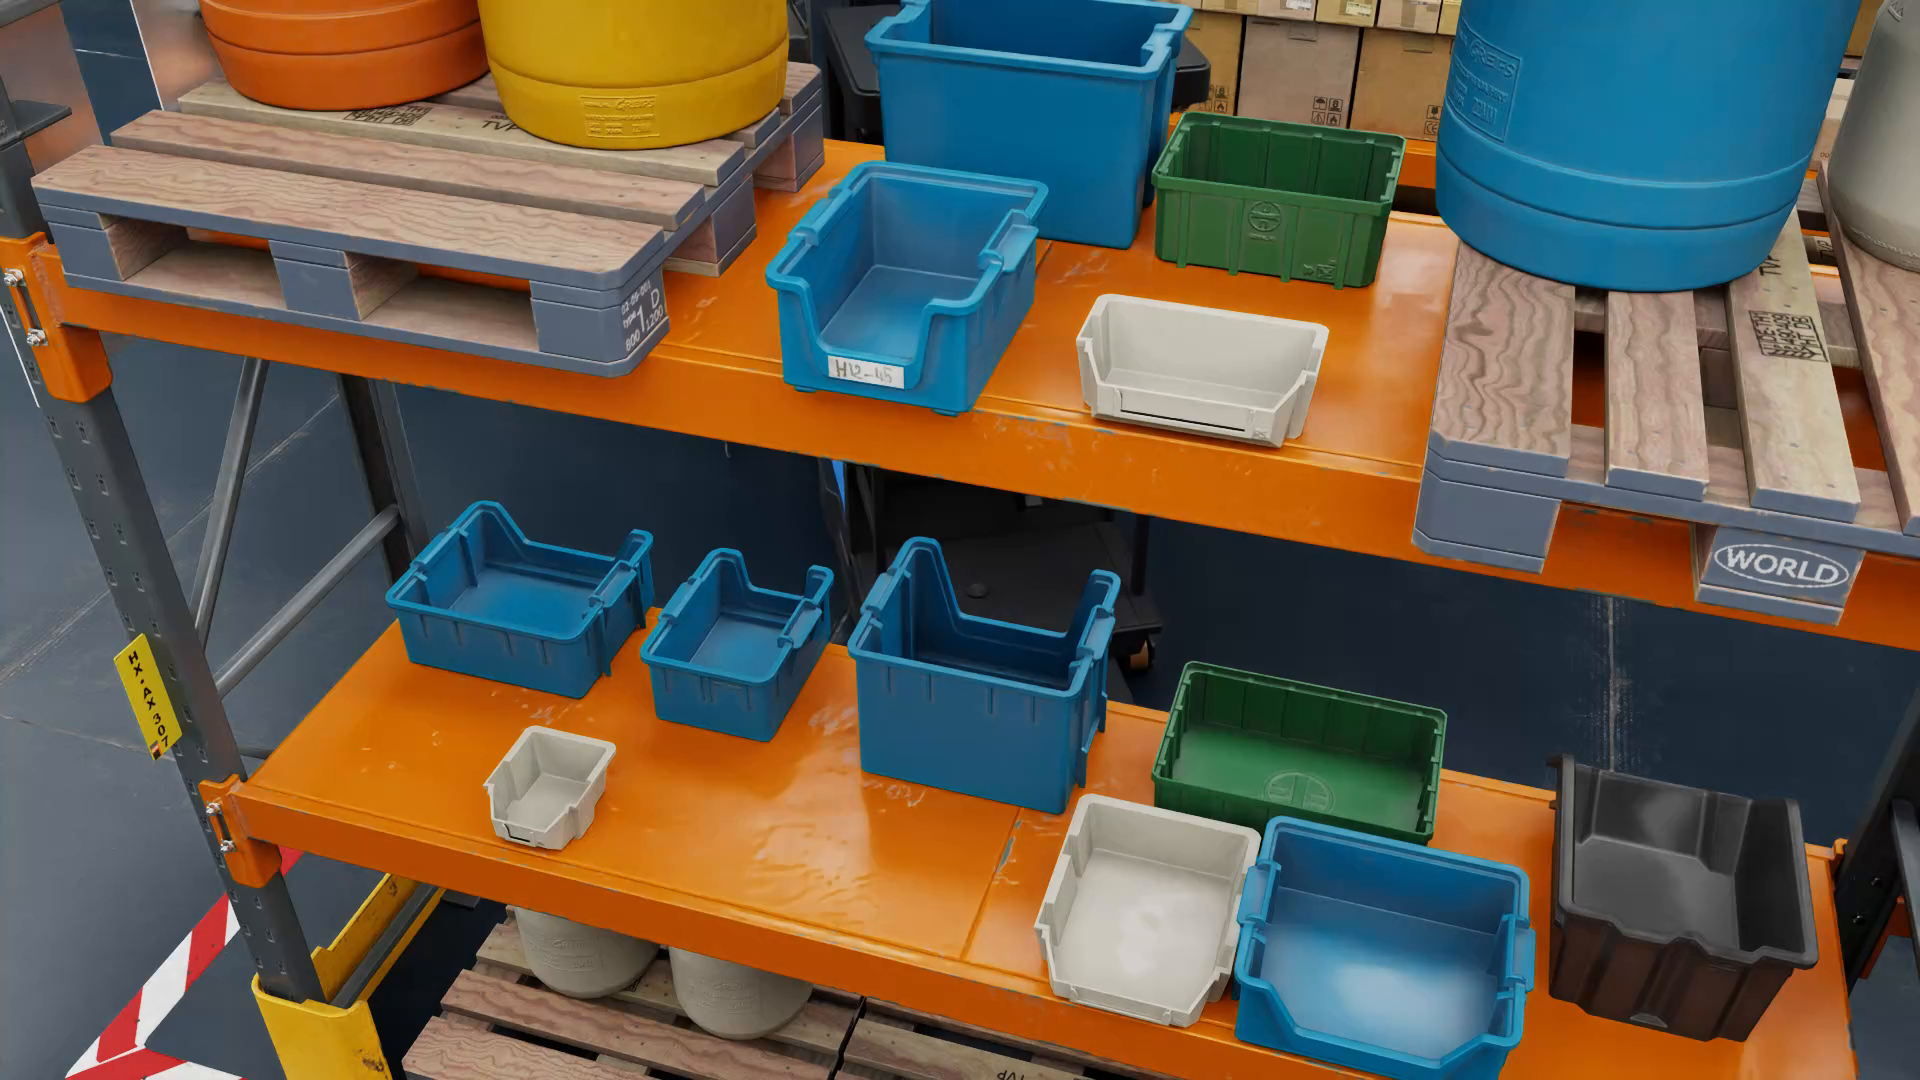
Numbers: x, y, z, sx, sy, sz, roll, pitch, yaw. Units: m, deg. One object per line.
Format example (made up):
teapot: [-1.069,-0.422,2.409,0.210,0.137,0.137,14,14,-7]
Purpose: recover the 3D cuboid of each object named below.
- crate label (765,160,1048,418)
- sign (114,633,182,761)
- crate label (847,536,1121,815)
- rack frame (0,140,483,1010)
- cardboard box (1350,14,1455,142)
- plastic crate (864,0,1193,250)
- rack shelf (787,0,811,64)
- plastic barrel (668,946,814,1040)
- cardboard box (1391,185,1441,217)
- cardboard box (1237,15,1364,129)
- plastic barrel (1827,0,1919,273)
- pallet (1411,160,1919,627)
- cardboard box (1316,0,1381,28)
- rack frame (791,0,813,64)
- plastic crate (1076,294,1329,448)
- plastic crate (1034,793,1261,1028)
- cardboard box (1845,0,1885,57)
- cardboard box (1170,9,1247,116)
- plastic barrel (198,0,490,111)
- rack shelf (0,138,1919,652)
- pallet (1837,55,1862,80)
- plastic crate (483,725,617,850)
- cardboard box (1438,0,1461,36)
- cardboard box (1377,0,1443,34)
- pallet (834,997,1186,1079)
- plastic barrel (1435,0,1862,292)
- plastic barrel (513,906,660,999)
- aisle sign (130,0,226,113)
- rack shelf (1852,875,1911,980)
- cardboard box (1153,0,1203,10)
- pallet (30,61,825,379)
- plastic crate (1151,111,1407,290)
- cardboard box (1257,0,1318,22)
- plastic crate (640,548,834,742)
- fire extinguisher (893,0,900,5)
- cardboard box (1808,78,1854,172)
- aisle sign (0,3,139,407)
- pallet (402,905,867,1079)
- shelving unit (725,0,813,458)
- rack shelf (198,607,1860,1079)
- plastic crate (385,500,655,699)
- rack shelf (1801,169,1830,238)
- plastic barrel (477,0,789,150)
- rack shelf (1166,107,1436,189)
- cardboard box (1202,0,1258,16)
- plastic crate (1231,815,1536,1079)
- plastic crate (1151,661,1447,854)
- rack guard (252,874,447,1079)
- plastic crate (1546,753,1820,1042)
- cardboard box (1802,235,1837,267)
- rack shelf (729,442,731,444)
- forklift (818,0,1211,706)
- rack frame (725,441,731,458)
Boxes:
crate label: [-0.081,-0.452,2.928,0.408,0.251,0.502,10,38,14]
sign: [-1.938,0.378,3.973,0.005,0.325,0.100,10,38,14]
crate label: [0.068,0.337,4.232,0.616,0.435,0.502,10,38,14]
rack frame: [-1.769,0.179,4.477,0.127,3.000,1.000,10,38,14]
cardboard box: [2.121,-2.212,7.640,0.500,0.500,0.700,11,38,15]
plastic crate: [0.141,-0.856,3.366,0.575,0.384,0.392,10,38,14]
rack shelf: [-0.892,-1.932,6.944,0.480,0.518,0.431,-9,37,-12]
plastic barrel: [-0.640,1.173,4.870,0.421,0.512,0.421,0,36,0]
cardboard box: [2.069,-1.420,7.981,0.500,0.500,0.500,10,38,14]
cardboard box: [1.631,-2.302,7.762,0.500,0.500,0.700,12,38,15]
plastic barrel: [1.696,-0.724,2.724,0.421,0.512,0.421,0,36,0]
pallet: [1.331,-0.319,2.781,1.003,0.211,1.213,10,38,14]
cardboard box: [1.740,-2.415,7.369,0.250,0.149,0.380,12,38,15]
rack frame: [-0.657,-1.417,7.403,0.015,2.100,0.400,-9,37,-12]
plastic crate: [0.396,-0.271,2.780,0.396,0.136,0.243,10,38,14]
plastic crate: [0.423,0.848,3.790,0.437,0.136,0.530,10,38,14]
cardboard box: [6.218,-3.707,11.493,0.500,0.500,0.700,10,37,13]
cardboard box: [1.128,-2.393,7.886,0.500,0.500,0.700,11,38,14]
plastic barrel: [-1.268,-1.358,3.317,0.708,0.830,0.600,10,38,14]
rack shelf: [0.140,-0.386,3.321,4.000,0.370,1.077,10,38,14]
pallet: [5.746,-3.460,11.773,1.213,0.211,1.003,10,38,14]
plastic crate: [-1.011,0.625,4.093,0.250,0.136,0.298,10,38,14]
cardboard box: [2.235,-2.326,7.248,0.250,0.149,0.380,10,38,14]
cardboard box: [1.994,-2.370,7.308,0.250,0.149,0.380,12,38,15]
pallet: [0.252,1.652,4.828,1.213,0.211,1.003,10,38,14]
plastic barrel: [1.131,-0.930,2.675,0.708,0.901,0.600,10,38,14]
plastic barrel: [-1.118,1.085,4.990,0.421,0.512,0.421,0,36,0]
aisle sign: [-1.750,-1.049,3.952,0.004,0.787,0.394,10,38,14]
rack shelf: [3.958,1.529,3.249,4.000,0.370,1.077,10,38,14]
cardboard box: [1.007,-2.552,7.555,0.250,0.149,0.380,9,37,12]
pallet: [-1.009,-0.752,3.370,1.213,0.211,1.003,10,38,14]
plastic crate: [0.624,-0.670,3.278,0.450,0.188,0.336,10,38,14]
cardboard box: [1.488,-2.461,7.432,0.250,0.149,0.380,11,38,14]
plastic crate: [-0.584,0.276,4.470,0.408,0.251,0.499,10,38,14]
fire extinguisher: [-0.263,-2.876,8.692,0.183,0.674,0.296,10,38,14]
cardboard box: [4.012,-1.794,7.283,0.500,0.250,0.500,13,38,17]
aisle sign: [-1.925,-0.715,3.498,0.004,0.787,0.394,10,38,14]
pallet: [-0.909,1.435,5.122,1.213,0.211,1.003,10,38,14]
shelving unit: [-0.893,-1.380,7.352,0.503,2.100,0.431,-9,37,-12]
rack shelf: [0.140,0.822,4.210,4.000,0.370,1.077,10,38,14]
plastic crate: [-1.202,0.158,4.631,0.616,0.251,0.499,10,38,14]
rack shelf: [5.438,-1.273,7.056,4.000,0.370,1.077,10,38,14]
plastic barrel: [-0.643,-1.145,3.231,0.600,0.588,0.600,0,36,0]
rack shelf: [1.620,-1.980,8.017,4.000,0.370,1.077,10,38,14]
cardboard box: [1.251,-2.507,7.494,0.250,0.149,0.380,10,38,13]
plastic crate: [0.911,0.904,3.617,0.616,0.251,0.499,10,38,14]
plastic crate: [0.837,0.571,4.122,0.662,0.188,0.450,10,38,14]
rack guard: [-1.683,1.172,5.236,0.348,0.500,1.175,10,38,14]
plastic crate: [1.587,0.746,3.758,0.504,0.338,0.767,10,38,14]
cardboard box: [4.001,-1.295,7.971,0.500,0.311,0.500,10,38,14]
rack shelf: [-0.894,-0.807,7.777,0.480,0.518,0.431,-9,37,-12]
forklift: [0.139,-0.785,5.844,1.130,2.935,3.031,-7,37,-9]
rack frame: [-1.129,-1.343,7.301,0.015,2.100,0.400,-9,37,-12]
